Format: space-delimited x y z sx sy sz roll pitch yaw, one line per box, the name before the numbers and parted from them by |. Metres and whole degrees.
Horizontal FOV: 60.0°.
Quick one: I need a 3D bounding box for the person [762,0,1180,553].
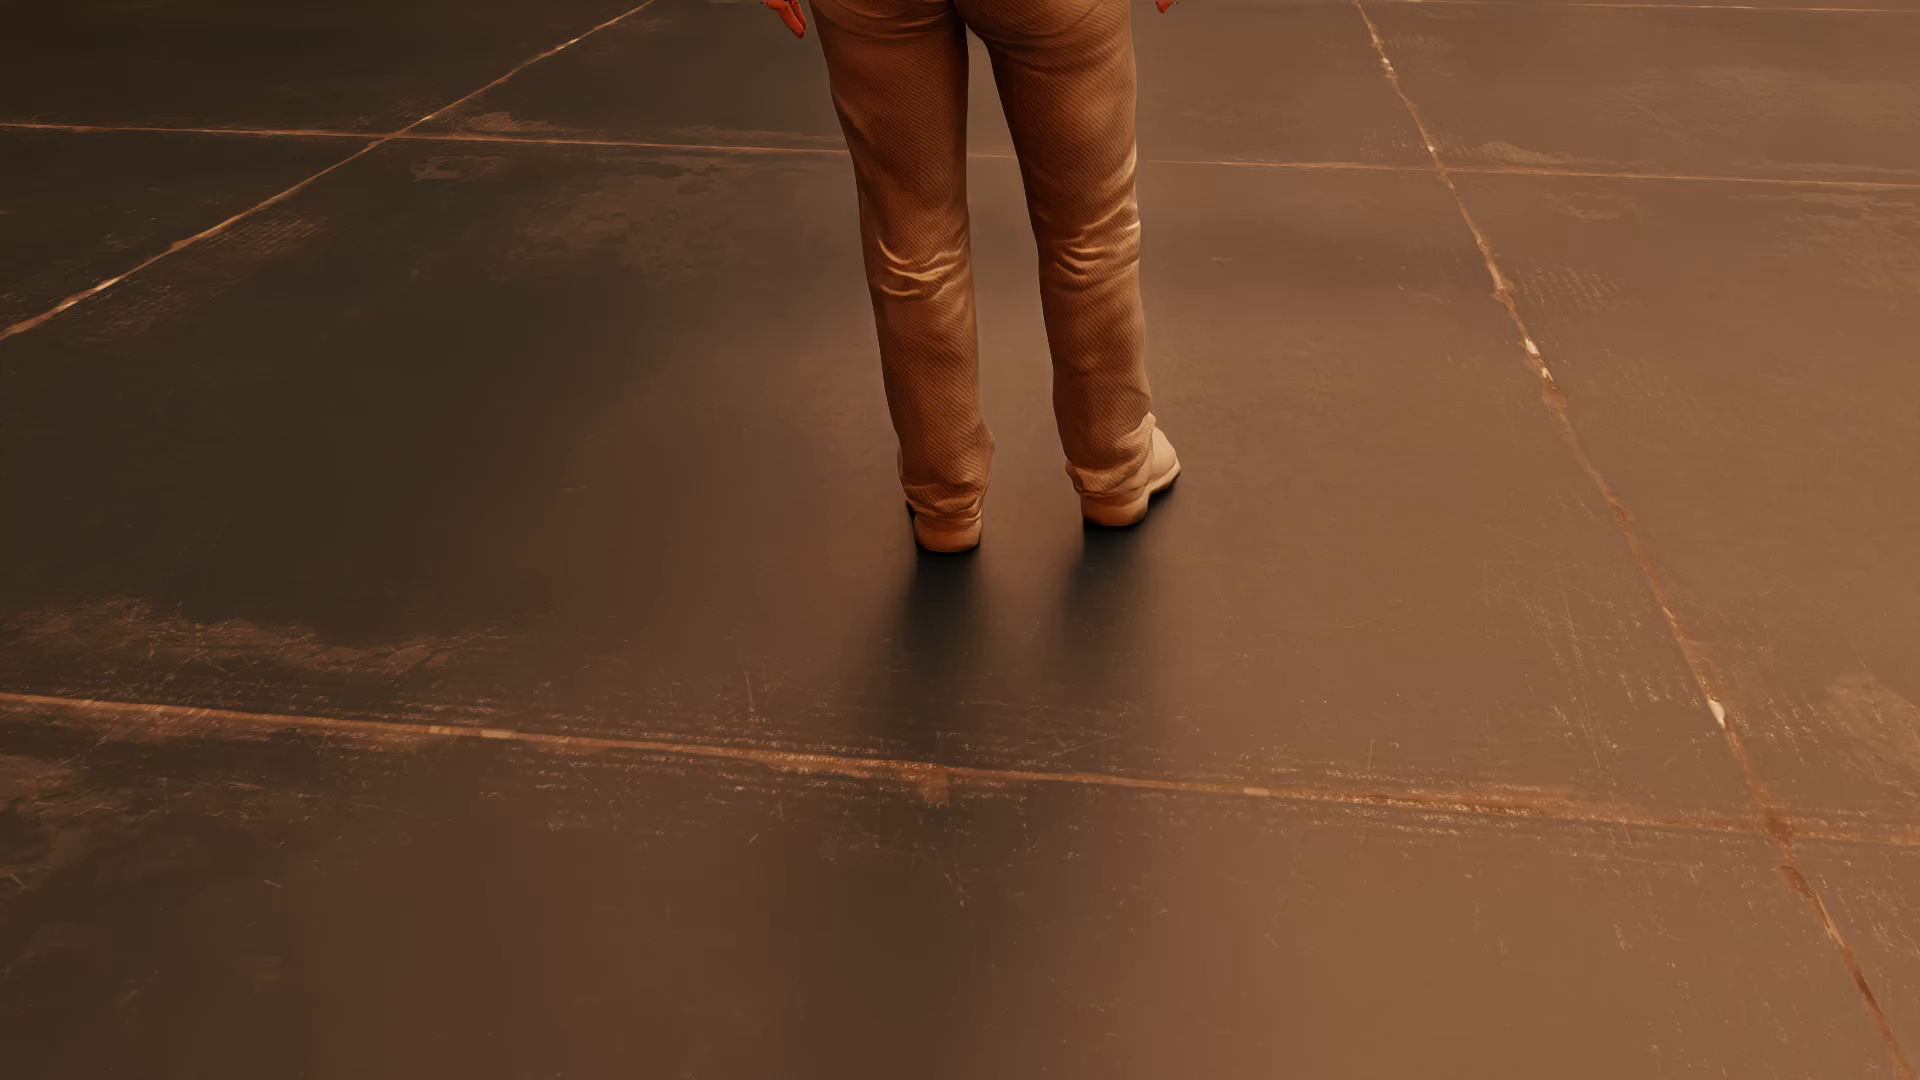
person | 0.016 -0.825 2.157 0.633 1.770 0.566 3 27 7
